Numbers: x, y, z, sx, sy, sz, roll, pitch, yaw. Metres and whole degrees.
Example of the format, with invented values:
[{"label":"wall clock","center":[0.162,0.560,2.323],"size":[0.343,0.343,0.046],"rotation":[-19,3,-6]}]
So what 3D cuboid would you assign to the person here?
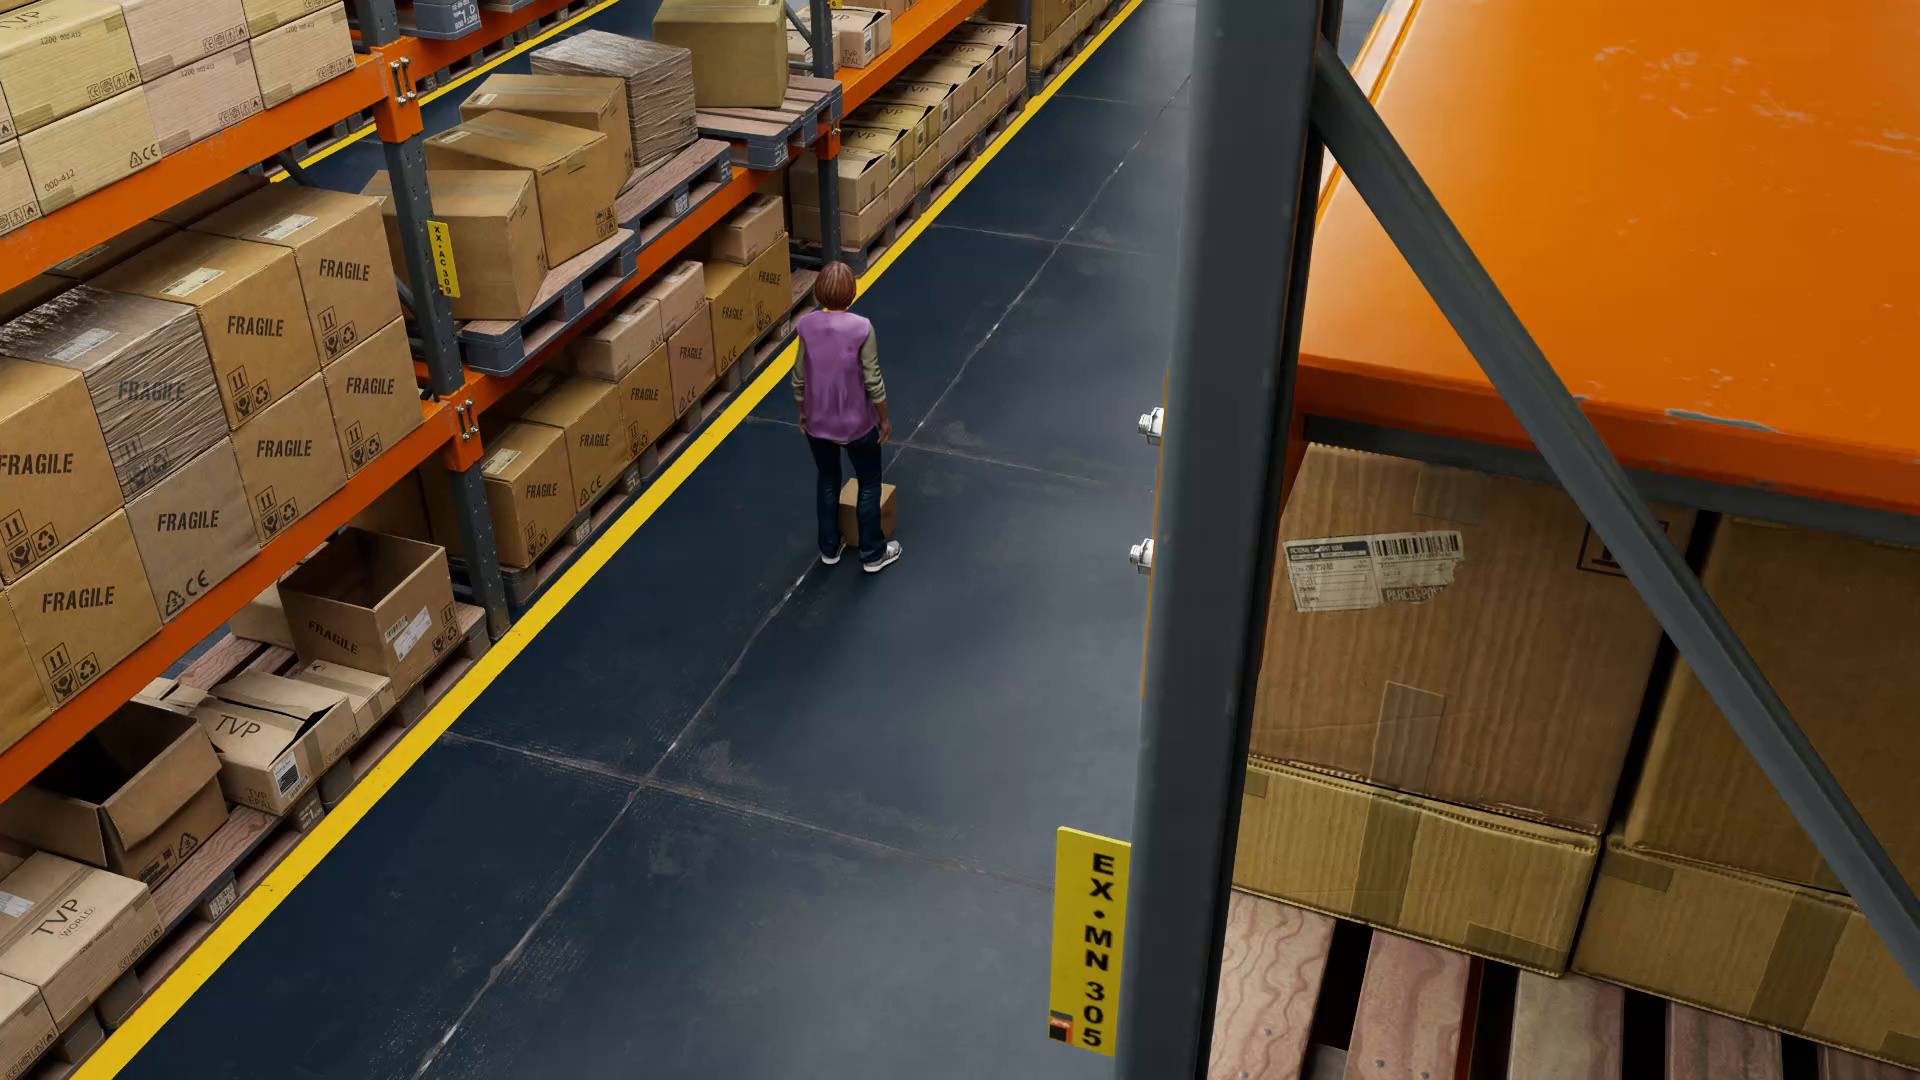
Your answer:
[{"label":"person","center":[-0.562,-0.566,8.000],"size":[0.484,1.592,0.345],"rotation":[9,35,14]}]
